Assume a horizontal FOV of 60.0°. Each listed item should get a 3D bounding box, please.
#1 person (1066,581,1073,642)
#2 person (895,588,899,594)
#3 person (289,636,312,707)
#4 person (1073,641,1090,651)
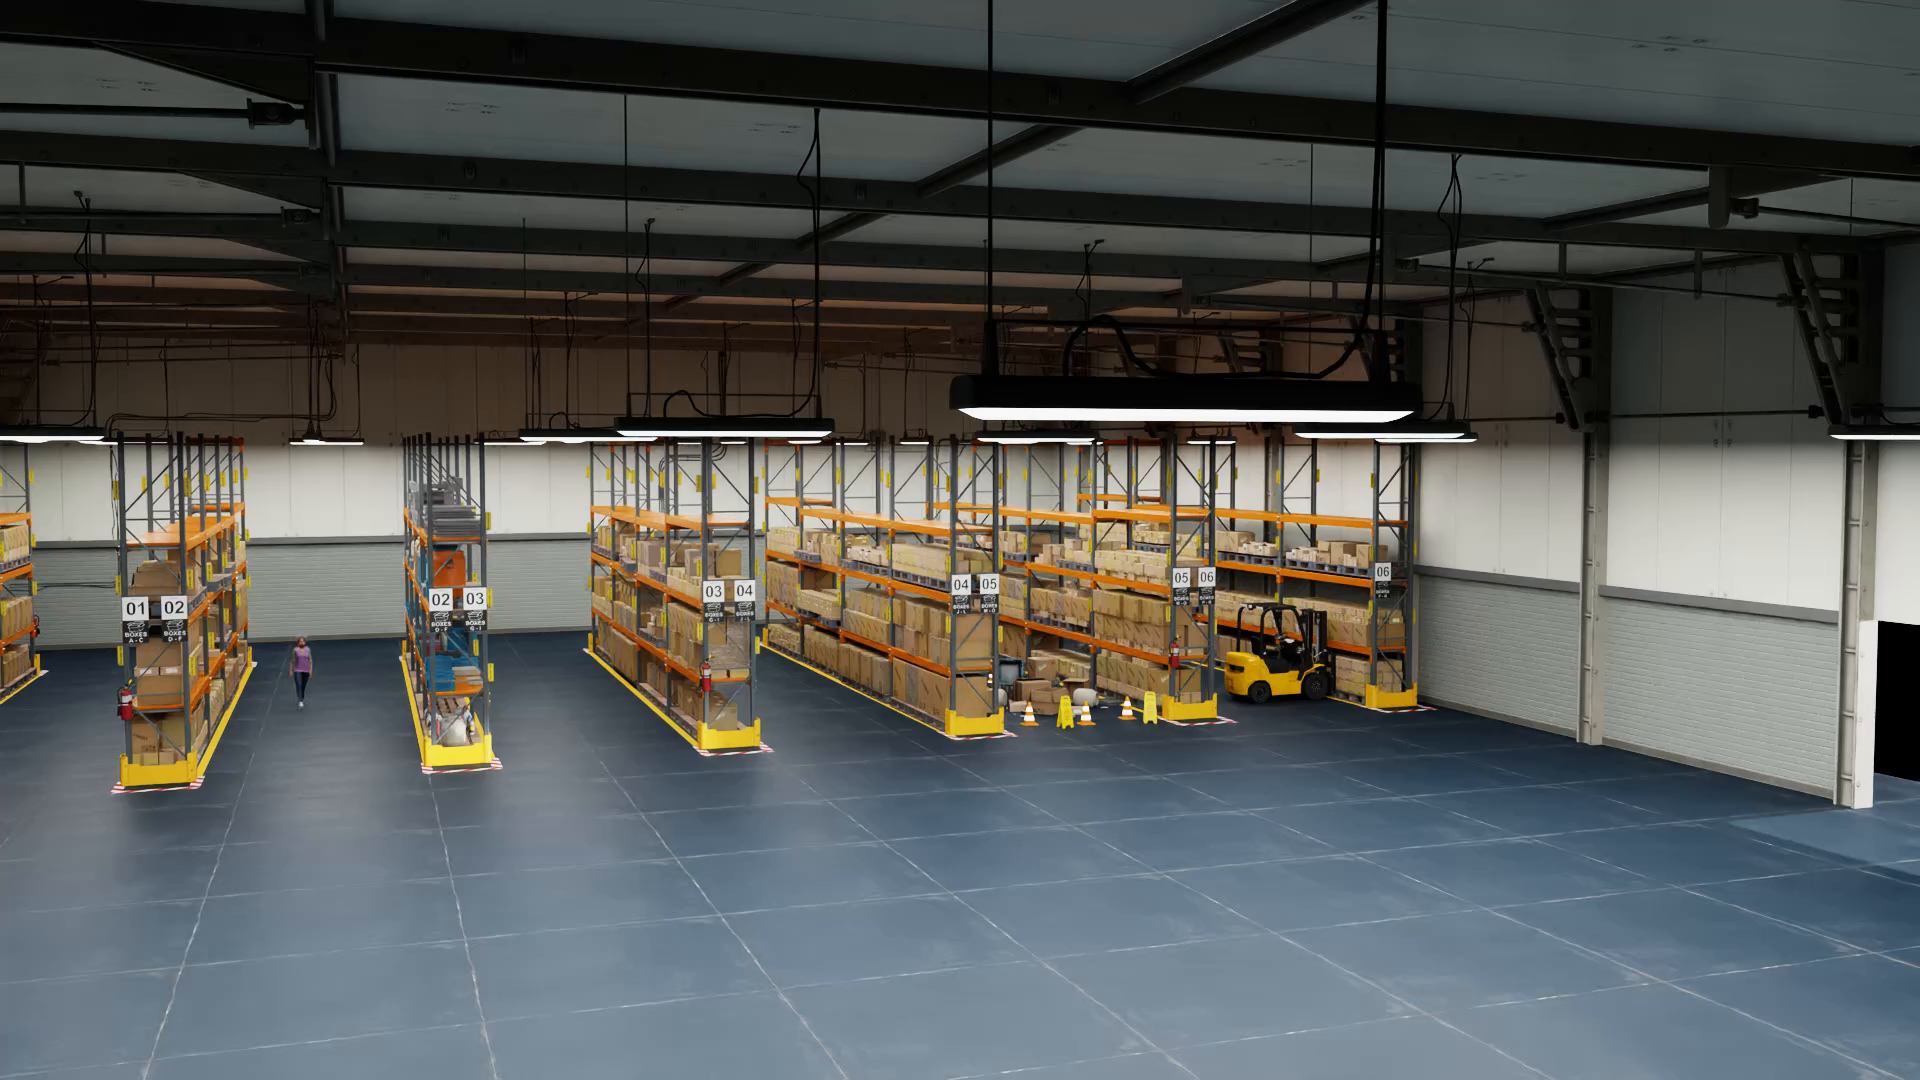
[{"bbox_3d":[3.268,2.096,49.500,0.603,1.760,1.022,-1,3,-10],"label":"person"},{"bbox_3d":[-1.864,2.161,48.501,0.611,1.749,0.588,3,4,42],"label":"person"},{"bbox_3d":[-14.501,2.895,36.646,0.452,1.543,0.970,-3,4,-41],"label":"person"},{"bbox_3d":[3.542,2.266,46.890,0.553,1.823,0.545,-3,4,-39],"label":"person"}]
